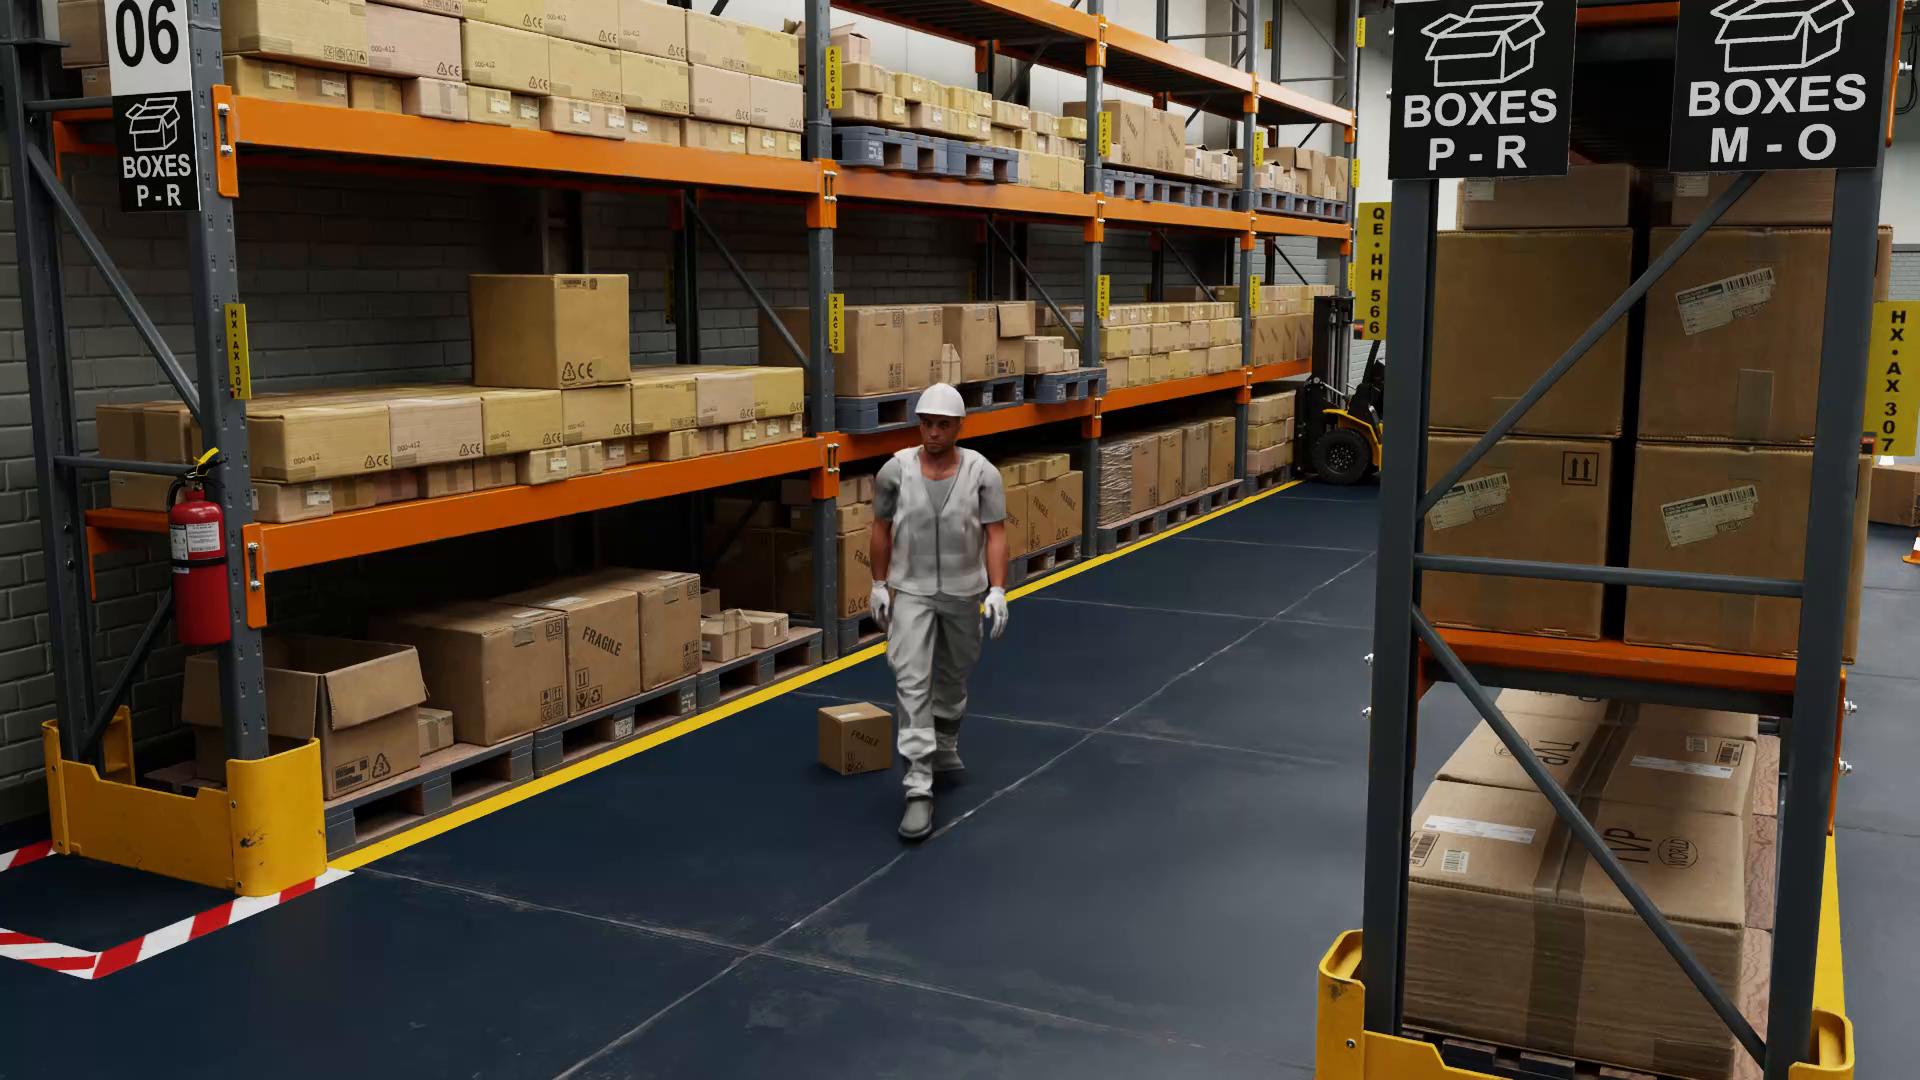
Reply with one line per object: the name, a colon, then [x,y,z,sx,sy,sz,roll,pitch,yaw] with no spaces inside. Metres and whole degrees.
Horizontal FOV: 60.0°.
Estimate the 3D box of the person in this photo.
person: [-0.087,0.225,6.814,0.561,1.737,1.033,-1,9,-5]
